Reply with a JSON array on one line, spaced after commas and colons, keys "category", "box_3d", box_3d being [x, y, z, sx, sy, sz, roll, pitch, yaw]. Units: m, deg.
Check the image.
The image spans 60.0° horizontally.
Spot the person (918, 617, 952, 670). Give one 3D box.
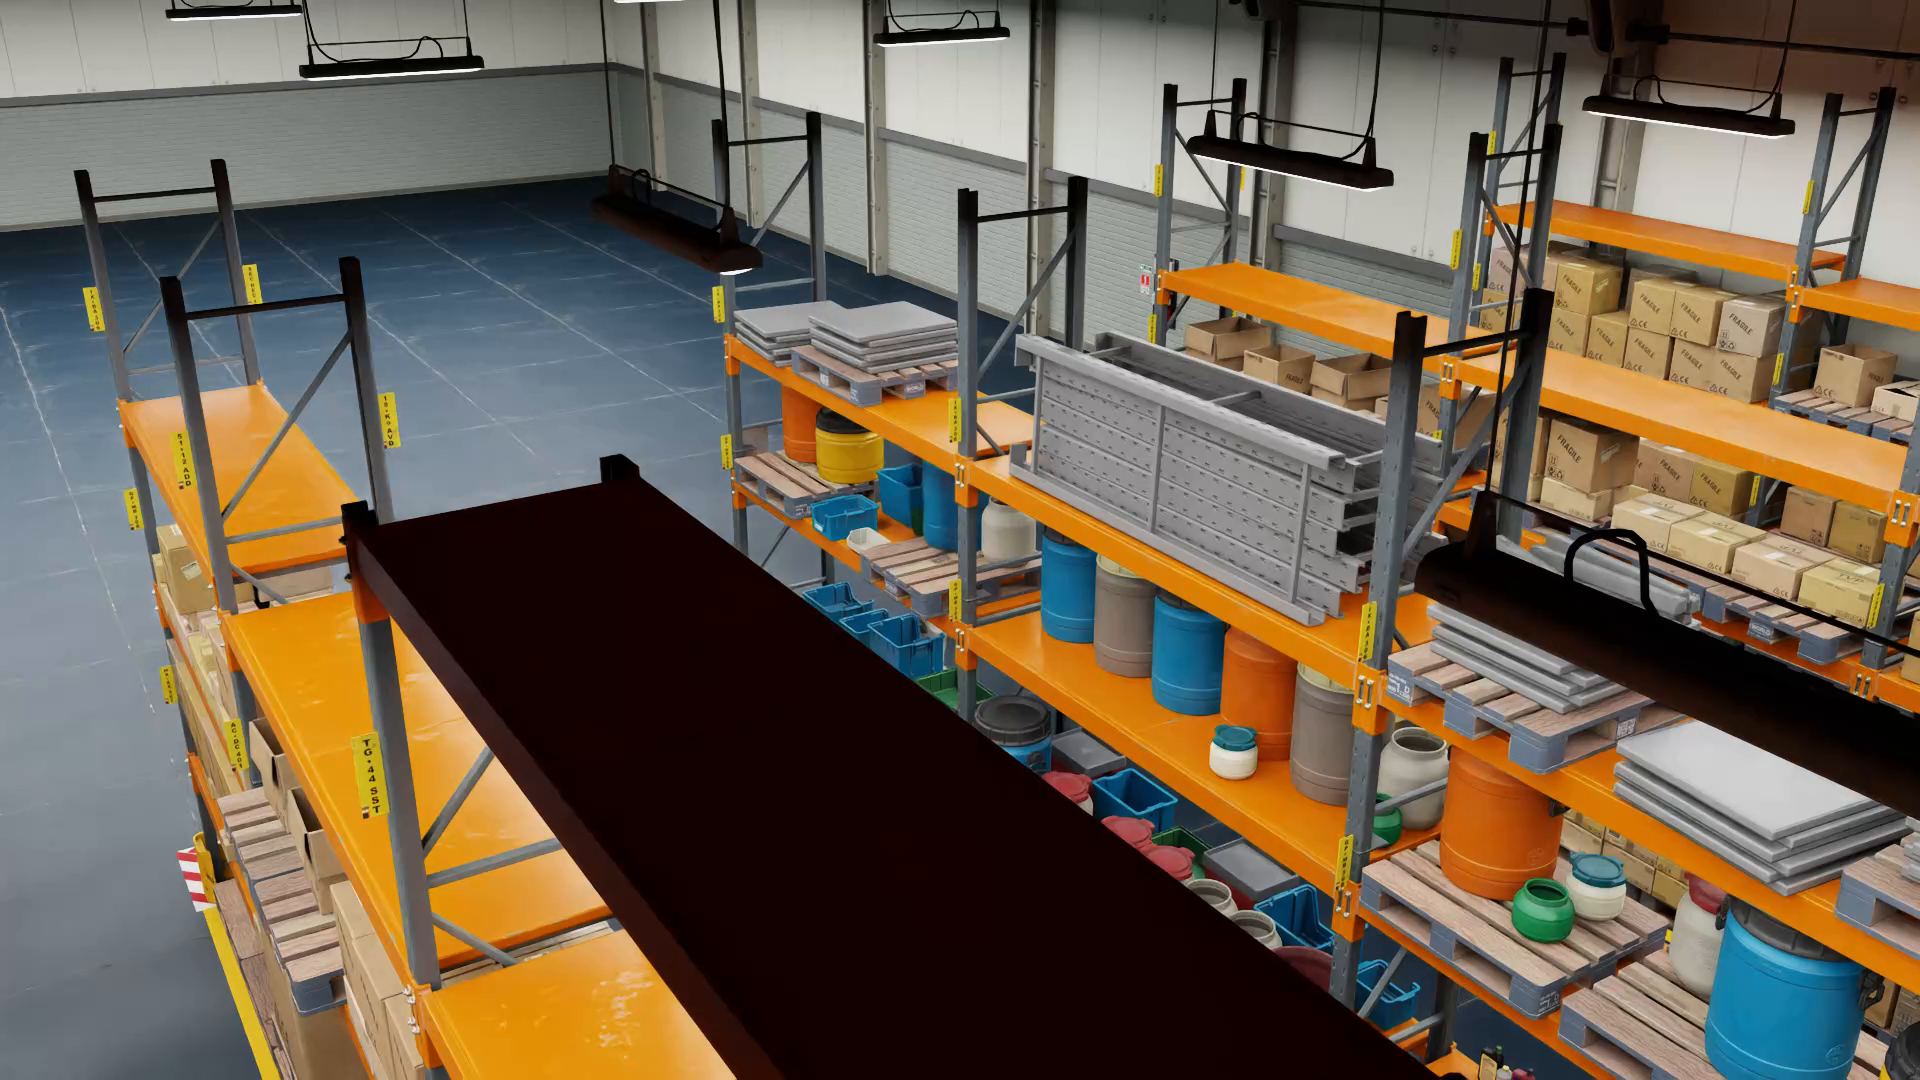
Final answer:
[{"category": "person", "box_3d": [-0.214, 0.857, 16.981, 0.550, 1.699, 1.044, -20, 30, -41]}]
